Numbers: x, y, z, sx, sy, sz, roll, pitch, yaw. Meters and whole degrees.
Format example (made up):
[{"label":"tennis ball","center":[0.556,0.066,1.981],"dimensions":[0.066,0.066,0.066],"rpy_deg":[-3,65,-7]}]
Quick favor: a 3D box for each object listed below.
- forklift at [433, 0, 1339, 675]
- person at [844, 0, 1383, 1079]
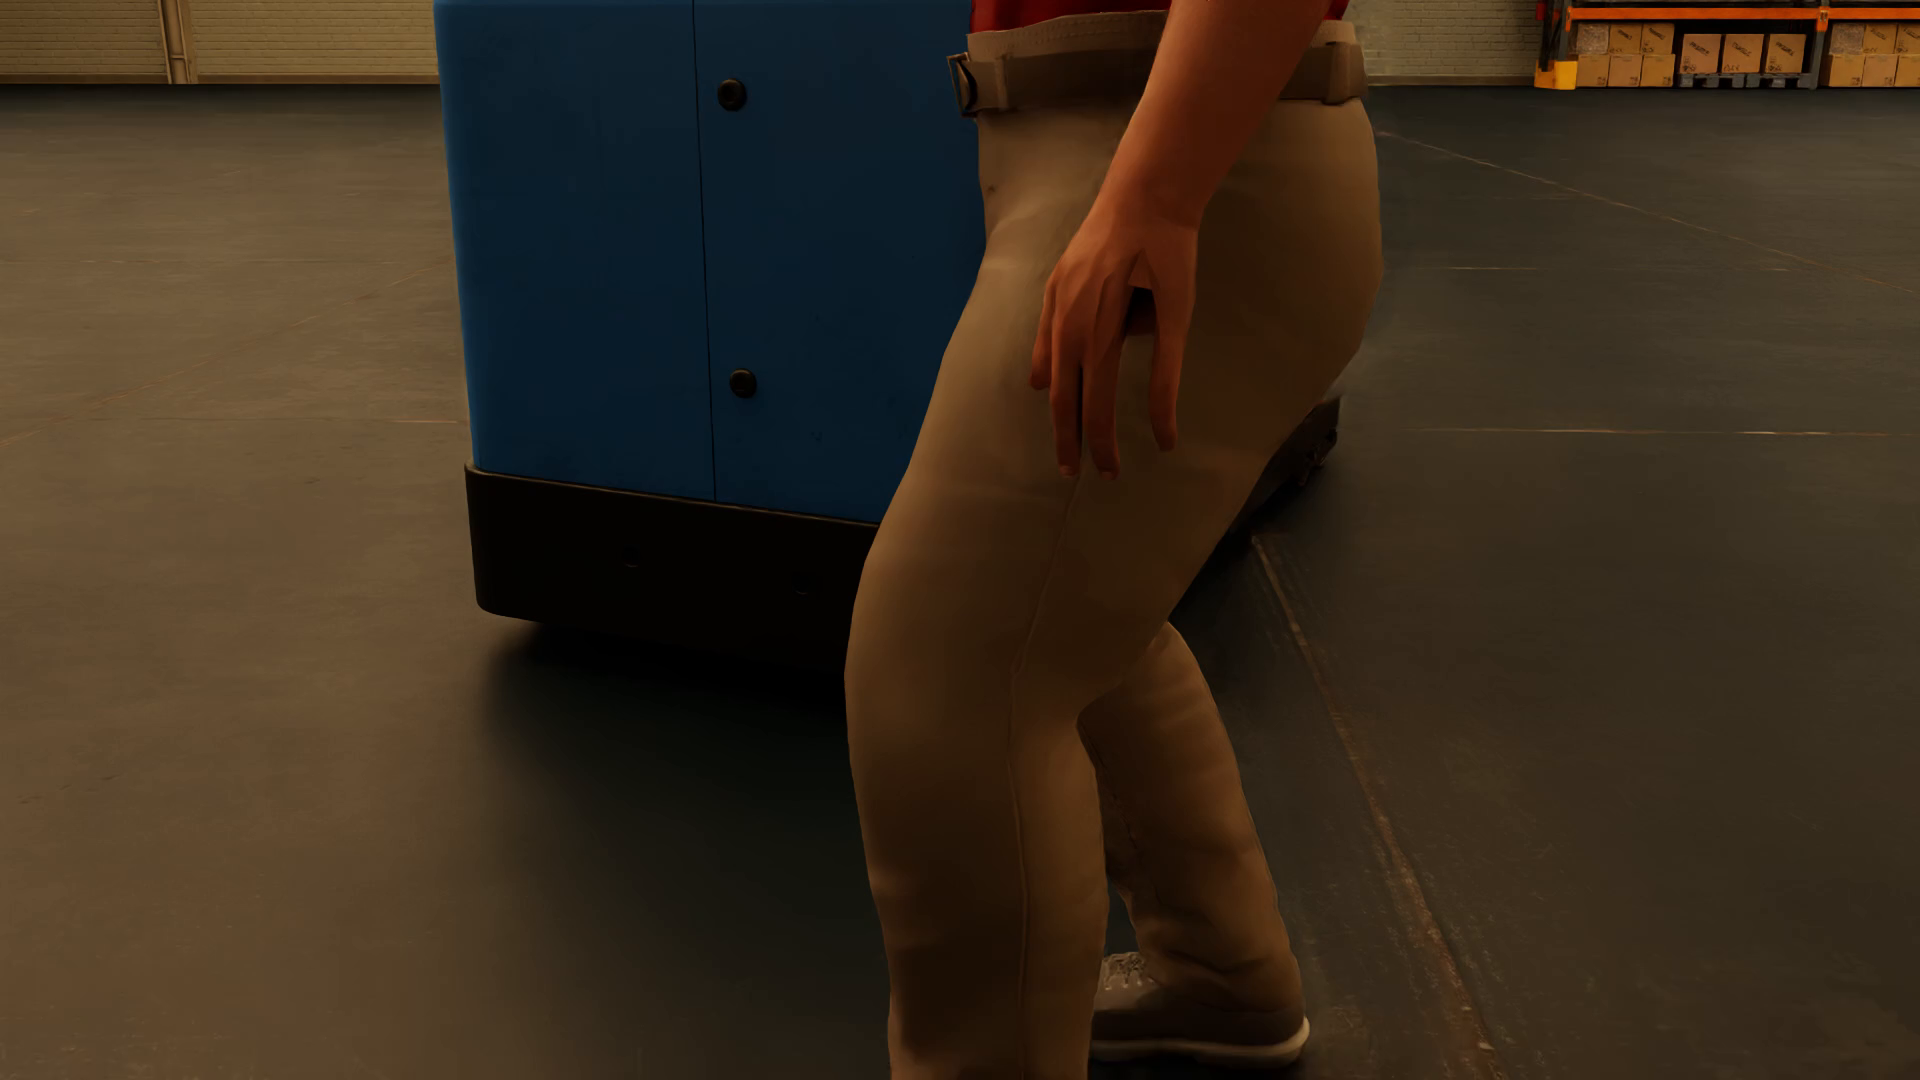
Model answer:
[{"label":"forklift","center":[0.251,-1.565,3.468],"dimensions":[1.130,2.935,3.031],"rpy_deg":[8,19,23]},{"label":"person","center":[0.072,-0.259,1.354],"dimensions":[0.547,1.693,0.823],"rpy_deg":[1,17,4]}]
